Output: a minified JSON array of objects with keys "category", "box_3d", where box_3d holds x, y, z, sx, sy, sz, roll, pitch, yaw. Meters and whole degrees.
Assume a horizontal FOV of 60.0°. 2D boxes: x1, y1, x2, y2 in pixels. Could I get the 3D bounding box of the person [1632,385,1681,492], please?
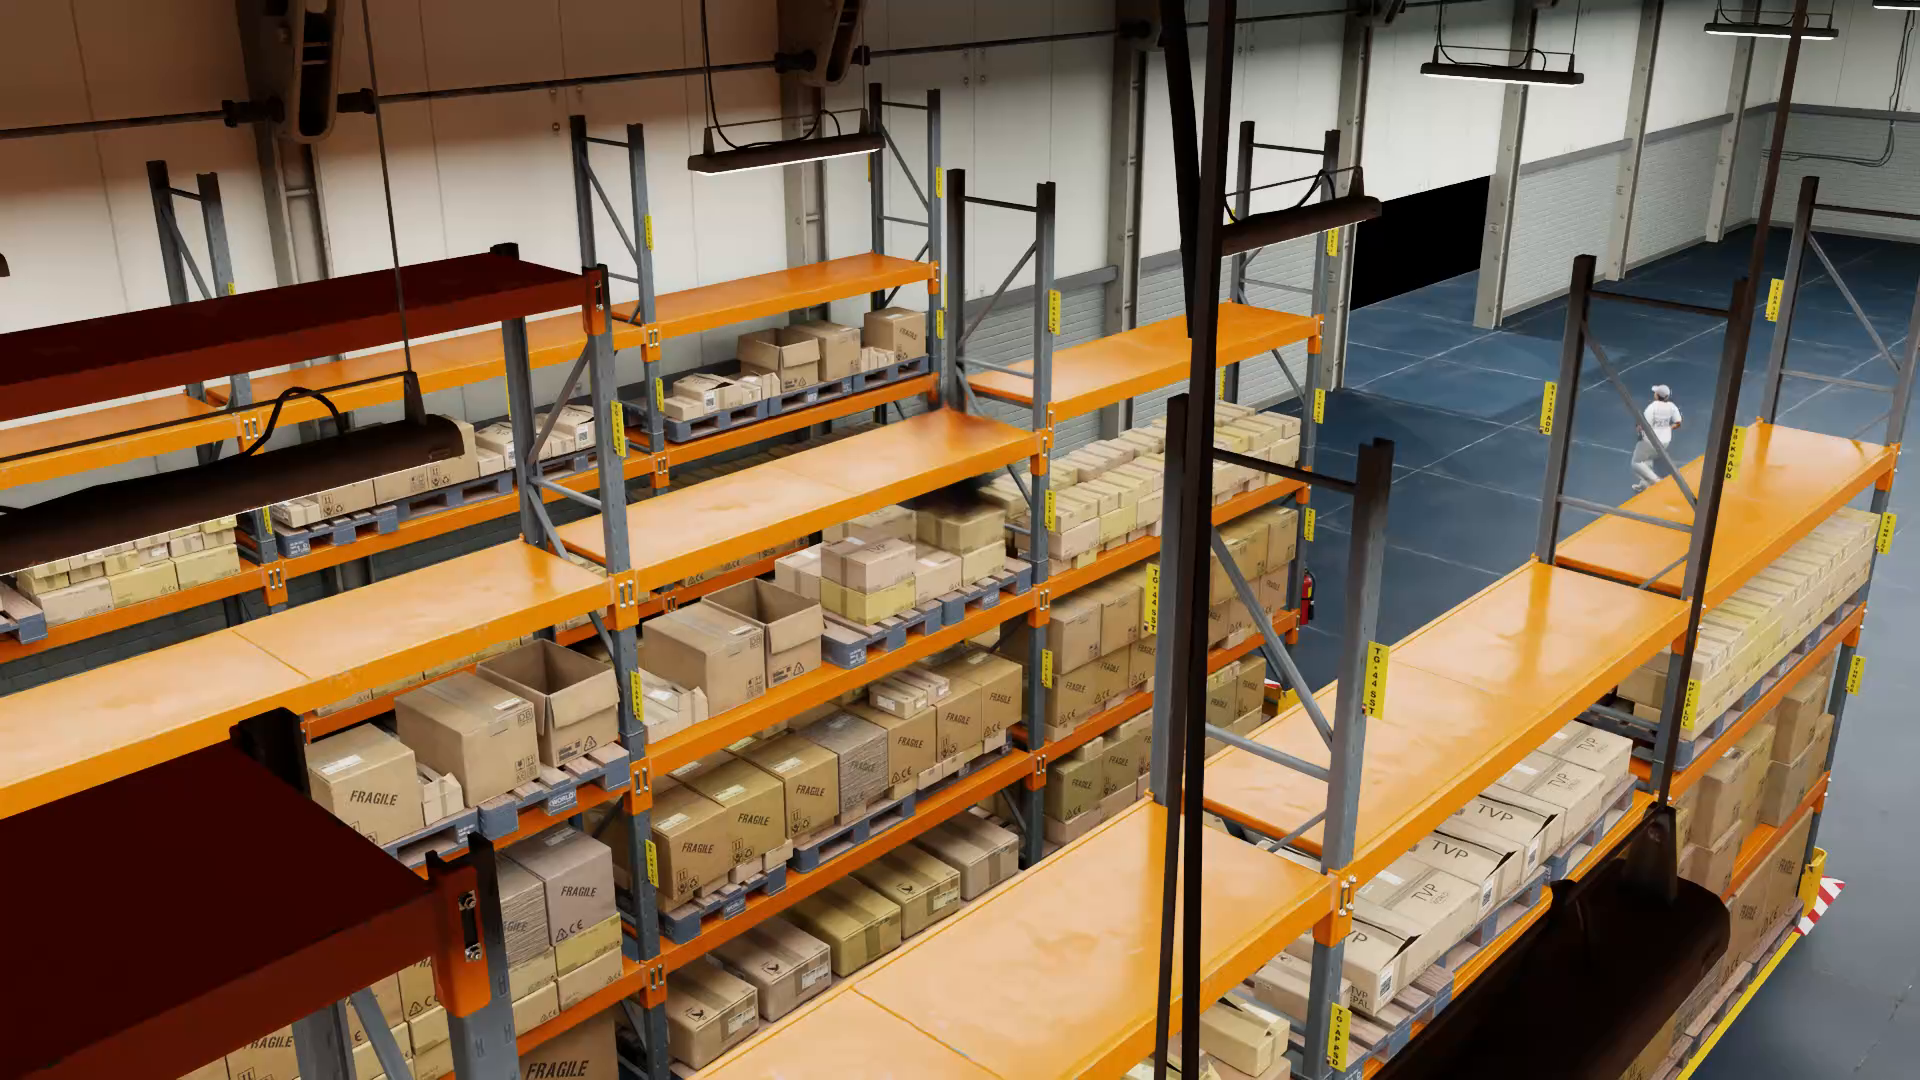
[{"category":"person","box_3d":[9.777,-1.392,23.369,0.611,1.619,0.664,-6,22,-14]}]
